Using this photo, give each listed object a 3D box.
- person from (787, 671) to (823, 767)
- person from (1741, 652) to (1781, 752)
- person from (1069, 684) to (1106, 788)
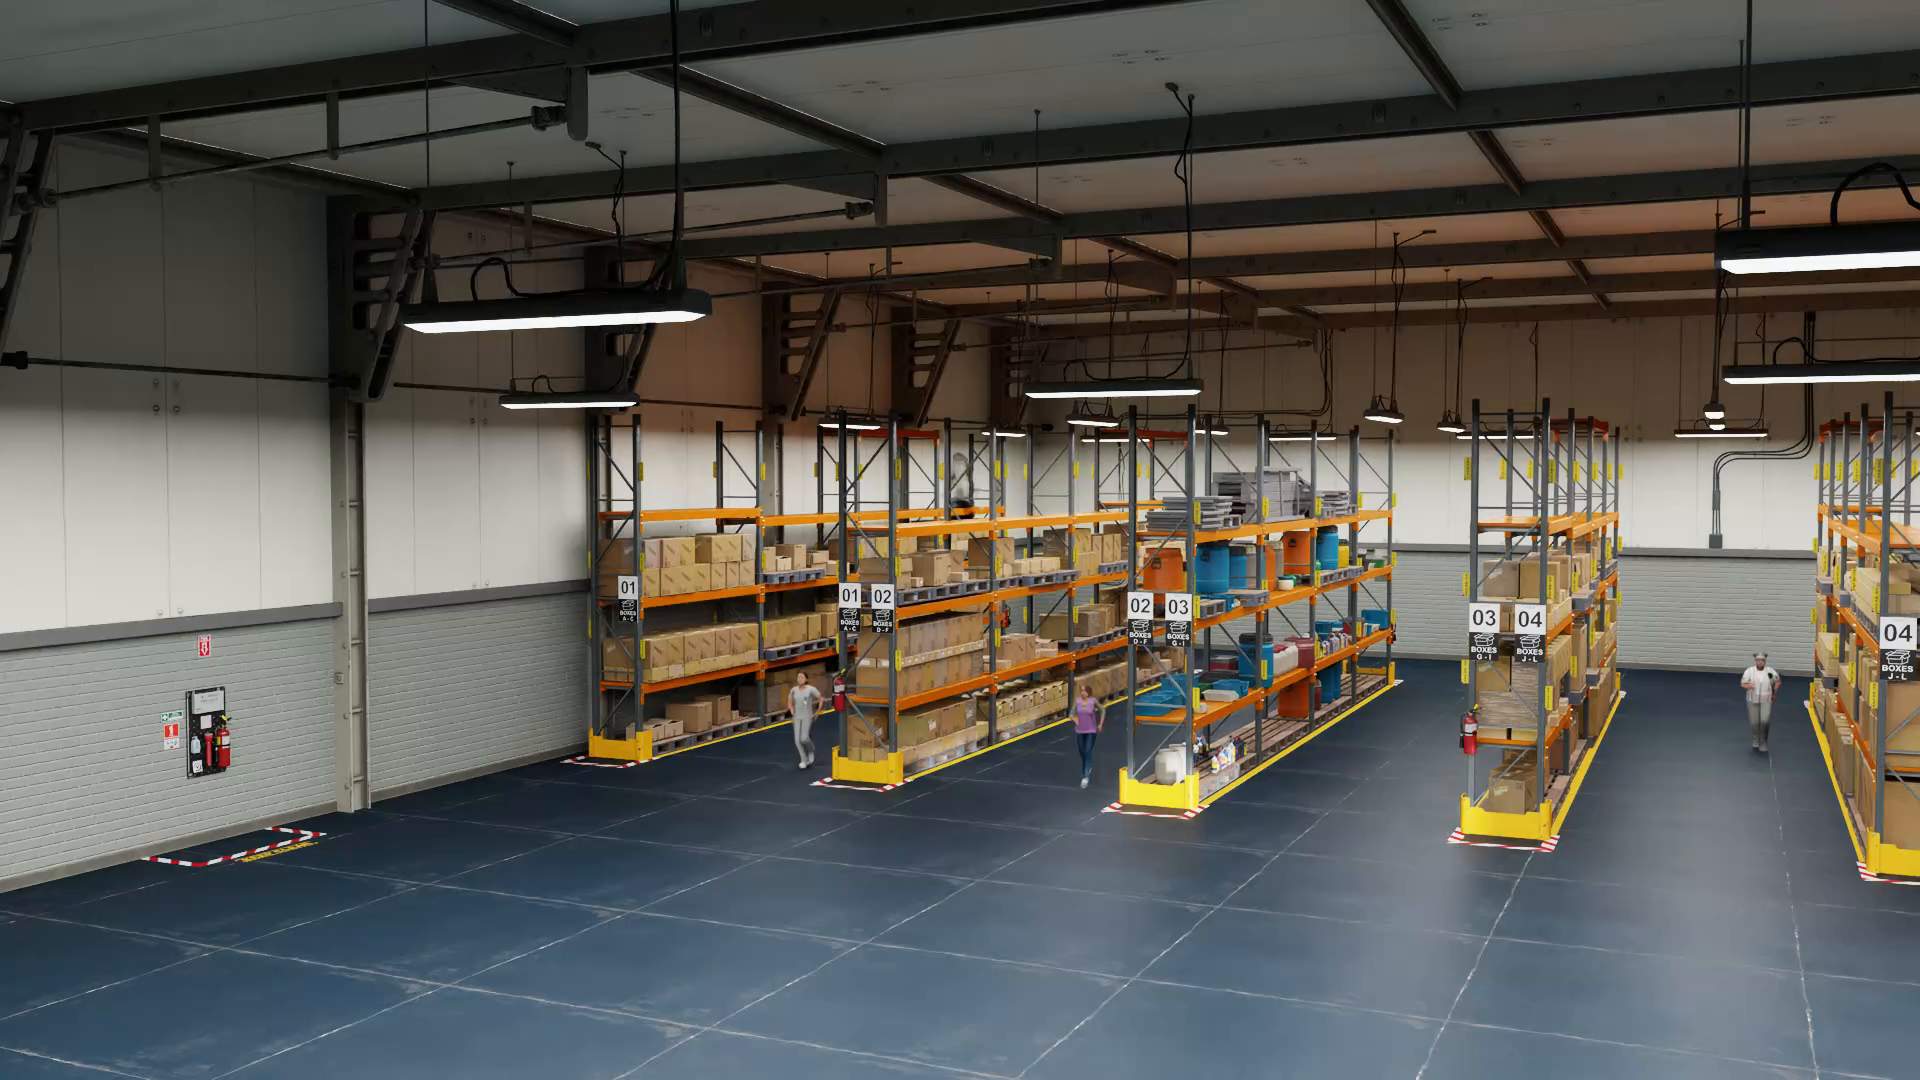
[{"bbox_3d":[-2.646,3.028,28.064,0.587,1.639,0.566,1,2,13],"label":"person"},{"bbox_3d":[14.337,2.910,29.781,0.654,1.816,0.693,1,3,25],"label":"person"},{"bbox_3d":[2.031,3.103,26.648,0.562,1.624,0.758,1,3,21],"label":"person"}]
